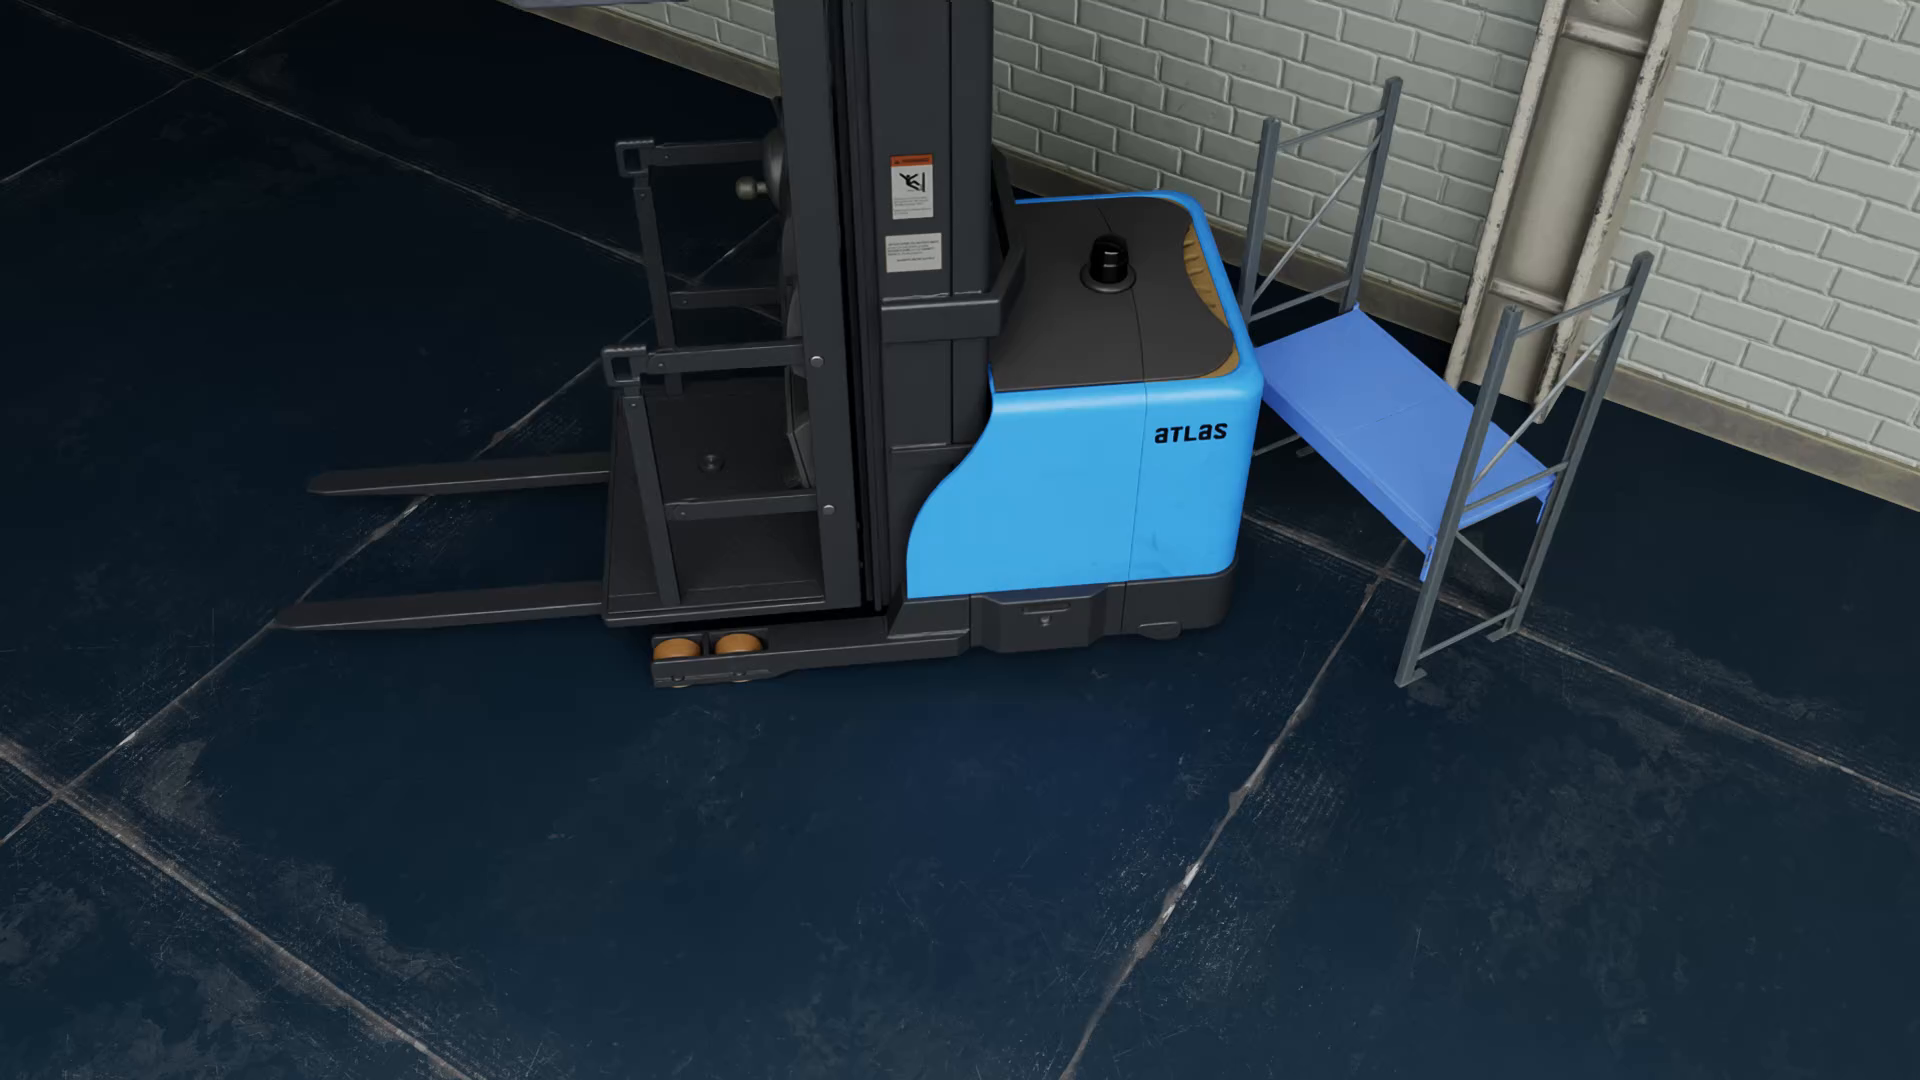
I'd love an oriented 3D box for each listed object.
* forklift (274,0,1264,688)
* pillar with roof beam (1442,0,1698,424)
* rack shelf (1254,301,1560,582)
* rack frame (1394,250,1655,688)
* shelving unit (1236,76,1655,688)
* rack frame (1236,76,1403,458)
[{"bbox_3d":[-0.668,-0.953,4.632,3.031,2.935,1.130,-4,46,-4],"label":"forklift"},{"bbox_3d":[-0.252,-1.134,0.578,0.400,9.000,9.100,25,51,22],"label":"pillar with roof beam"},{"bbox_3d":[1.360,-0.340,5.285,0.538,0.185,1.000,-22,50,-20],"label":"rack shelf"},{"bbox_3d":[1.609,-0.148,4.848,0.500,1.500,0.032,-22,50,-20],"label":"rack frame"},{"bbox_3d":[1.360,-0.465,5.156,0.538,1.500,1.048,-22,50,-20],"label":"shelving unit"},{"bbox_3d":[1.110,-0.783,5.465,0.500,1.500,0.032,-22,50,-20],"label":"rack frame"}]
